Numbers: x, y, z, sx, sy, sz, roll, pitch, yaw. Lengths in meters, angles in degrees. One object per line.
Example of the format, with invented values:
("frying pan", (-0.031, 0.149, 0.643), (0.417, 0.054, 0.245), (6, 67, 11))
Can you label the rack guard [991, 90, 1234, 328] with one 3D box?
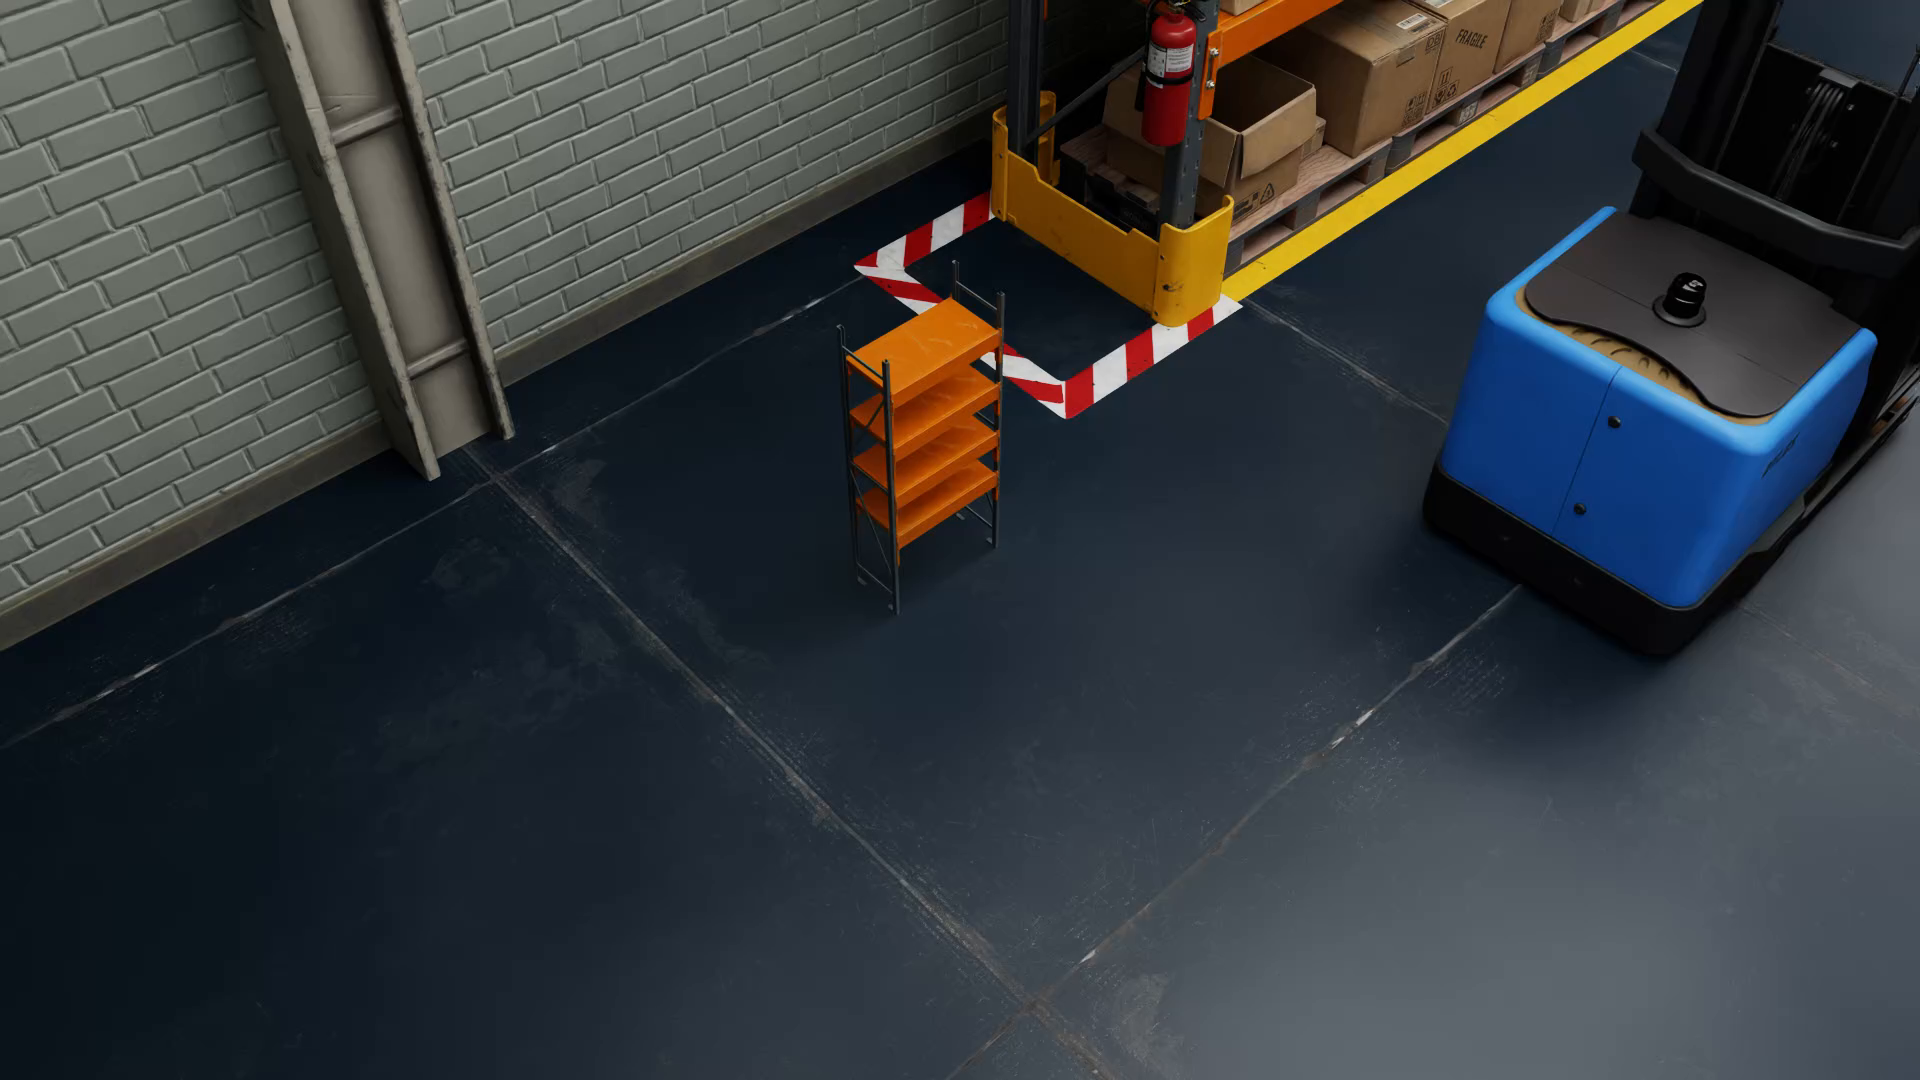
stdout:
("rack guard", (0.637, -1.458, 7.255), (0.348, 0.500, 1.175), (-34, 56, -27))

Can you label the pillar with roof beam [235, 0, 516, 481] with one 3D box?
("pillar with roof beam", (0.875, -1.118, 1.159), (0.400, 9.000, 9.100), (-34, 56, -27))

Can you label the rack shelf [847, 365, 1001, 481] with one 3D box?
("rack shelf", (-0.122, -0.431, 5.619), (0.480, 0.148, 0.258), (-34, 56, -27))

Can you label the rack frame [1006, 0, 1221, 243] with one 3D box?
("rack frame", (0.580, -2.268, 6.301), (0.127, 3.000, 1.000), (-34, 56, -27))

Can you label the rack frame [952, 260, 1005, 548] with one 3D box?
("rack frame", (0.058, -0.446, 5.845), (0.015, 1.200, 0.240), (-34, 56, -27))

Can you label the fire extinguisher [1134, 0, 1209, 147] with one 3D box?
("fire extinguisher", (0.783, -1.791, 6.168), (0.183, 0.674, 0.296), (-34, 56, -27))

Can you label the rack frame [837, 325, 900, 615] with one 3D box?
("rack frame", (-0.303, -0.204, 5.622), (0.015, 1.200, 0.240), (-34, 56, -27))

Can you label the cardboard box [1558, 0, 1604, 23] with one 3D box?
("cardboard box", (3.061, -2.849, 8.412), (0.258, 0.266, 0.396), (-32, 55, -26))

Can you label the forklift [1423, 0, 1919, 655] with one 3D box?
("forklift", (3.147, -1.567, 5.701), (3.031, 2.935, 1.130), (-36, 57, -28))

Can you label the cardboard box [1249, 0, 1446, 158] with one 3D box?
("cardboard box", (1.755, -2.215, 7.668), (0.500, 0.500, 0.700), (-32, 55, -26))

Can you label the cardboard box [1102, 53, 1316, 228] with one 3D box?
("cardboard box", (1.097, -1.815, 7.296), (0.637, 0.503, 0.797), (-36, 57, -28))

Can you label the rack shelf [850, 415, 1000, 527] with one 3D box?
("rack shelf", (-0.122, -0.279, 5.783), (0.480, 0.148, 0.258), (-34, 56, -27))

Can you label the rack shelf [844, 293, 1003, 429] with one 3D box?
("rack shelf", (-0.122, -0.591, 5.445), (0.480, 0.148, 0.258), (-34, 56, -27))

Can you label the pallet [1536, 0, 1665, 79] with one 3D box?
("pallet", (3.031, -2.961, 8.838), (1.213, 0.211, 1.003), (-34, 56, -27))

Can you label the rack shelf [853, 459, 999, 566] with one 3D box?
("rack shelf", (-0.122, -0.145, 5.929), (0.480, 0.148, 0.258), (-34, 56, -27))

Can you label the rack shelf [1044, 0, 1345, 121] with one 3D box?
("rack shelf", (2.060, -3.013, 7.478), (4.000, 0.370, 1.077), (-34, 56, -27))

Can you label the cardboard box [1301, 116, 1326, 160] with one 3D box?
("cardboard box", (1.437, -1.883, 7.601), (0.250, 0.149, 0.380), (-36, 57, -28))

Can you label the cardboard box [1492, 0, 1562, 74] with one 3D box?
("cardboard box", (2.523, -2.728, 8.141), (0.500, 0.500, 0.700), (-36, 57, -28))

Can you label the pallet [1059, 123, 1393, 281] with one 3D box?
("pallet", (1.226, -1.754, 7.725), (1.213, 0.211, 1.003), (-34, 56, -27))

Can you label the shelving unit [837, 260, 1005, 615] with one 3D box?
("shelving unit", (-0.122, -0.325, 5.734), (0.503, 1.200, 0.258), (-34, 56, -27))

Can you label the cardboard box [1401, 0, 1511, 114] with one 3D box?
("cardboard box", (2.214, -2.422, 7.859), (0.500, 0.500, 0.500), (-33, 55, -27))

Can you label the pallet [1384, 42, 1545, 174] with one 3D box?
("pallet", (2.128, -2.354, 8.279), (1.213, 0.211, 1.003), (-34, 56, -27))

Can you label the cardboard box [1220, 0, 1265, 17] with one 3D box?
("cardboard box", (1.008, -2.196, 6.406), (0.250, 0.149, 0.380), (-34, 56, -27))
